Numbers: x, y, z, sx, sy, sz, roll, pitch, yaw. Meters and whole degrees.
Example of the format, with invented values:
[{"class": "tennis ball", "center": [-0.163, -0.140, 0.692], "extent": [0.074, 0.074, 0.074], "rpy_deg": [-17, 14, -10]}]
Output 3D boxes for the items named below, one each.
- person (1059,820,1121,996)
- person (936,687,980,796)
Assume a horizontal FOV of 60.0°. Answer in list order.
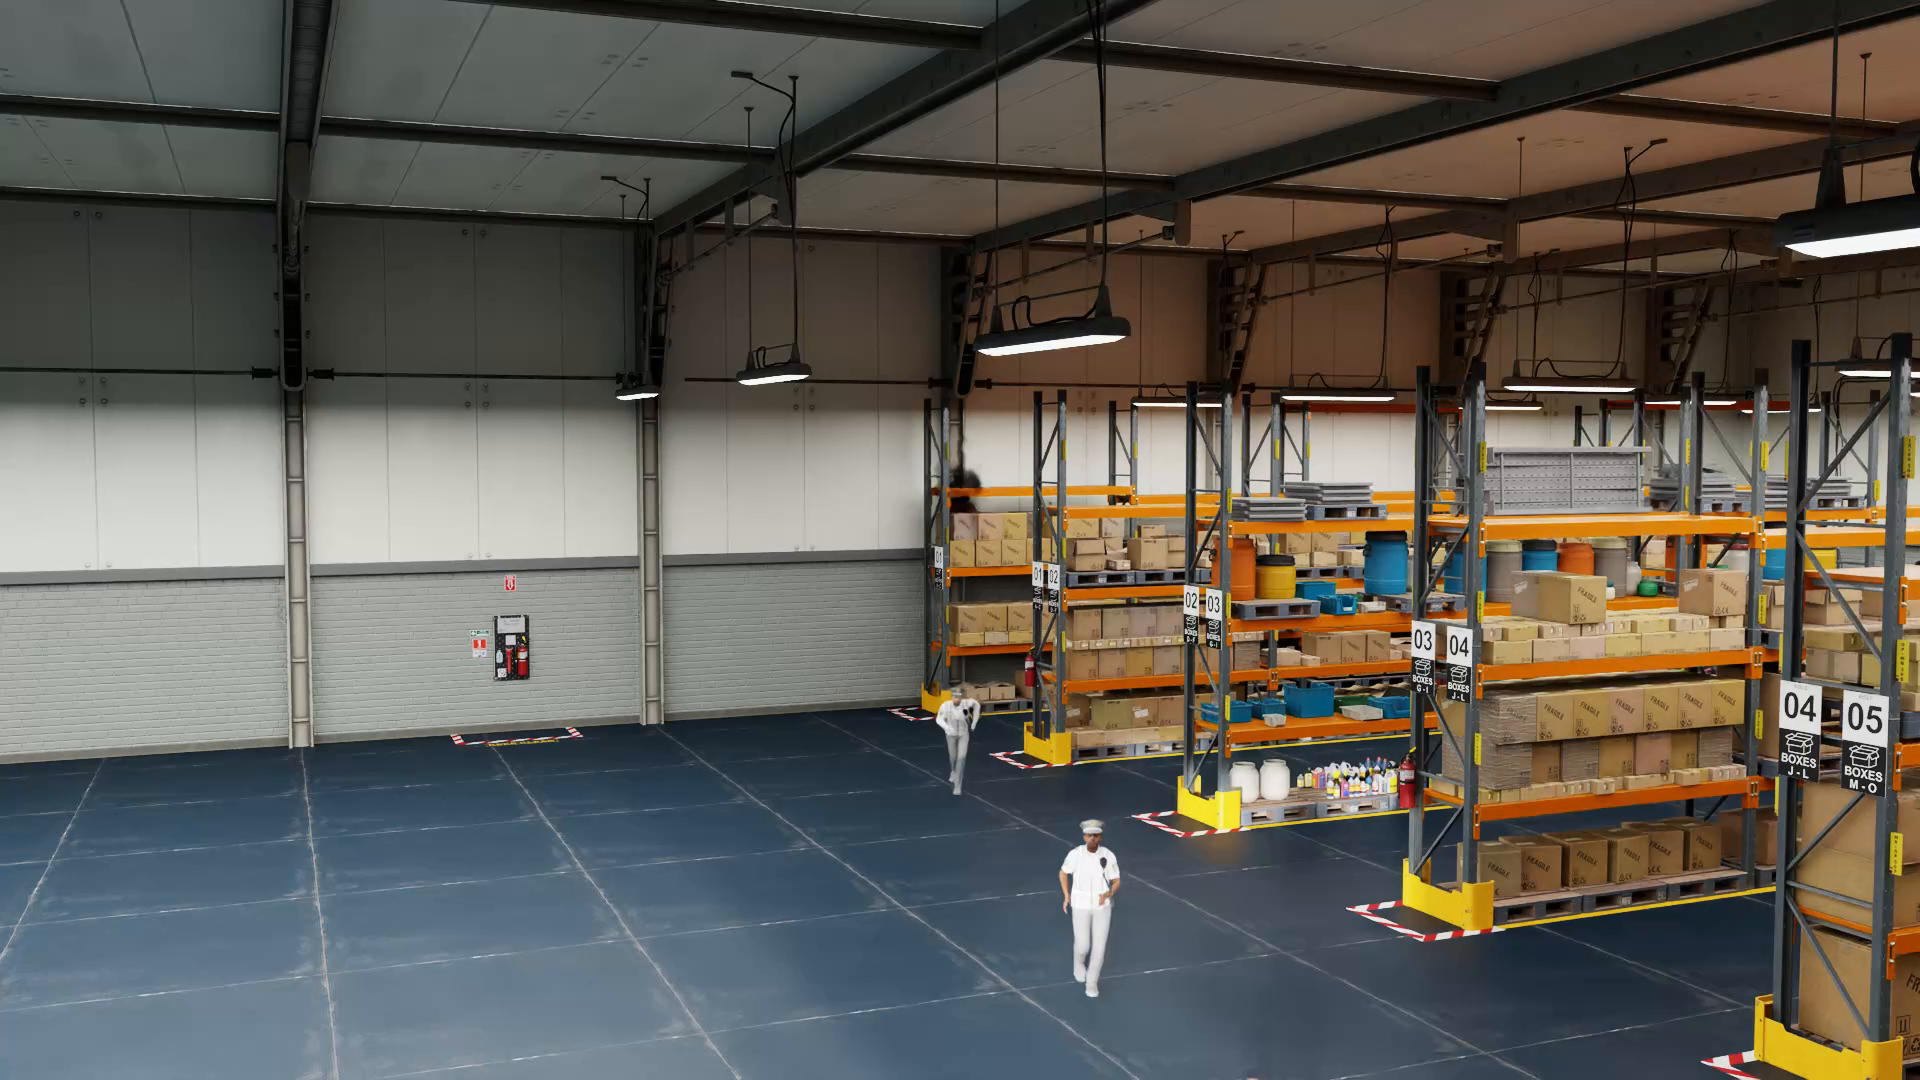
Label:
[{"class": "person", "center": [1.228, 3.424, 15.477], "extent": [0.546, 1.659, 0.549], "rpy_deg": [0, 3, 1]}, {"class": "person", "center": [-0.034, 2.939, 24.714], "extent": [0.656, 1.626, 0.963], "rpy_deg": [0, 3, -3]}]
